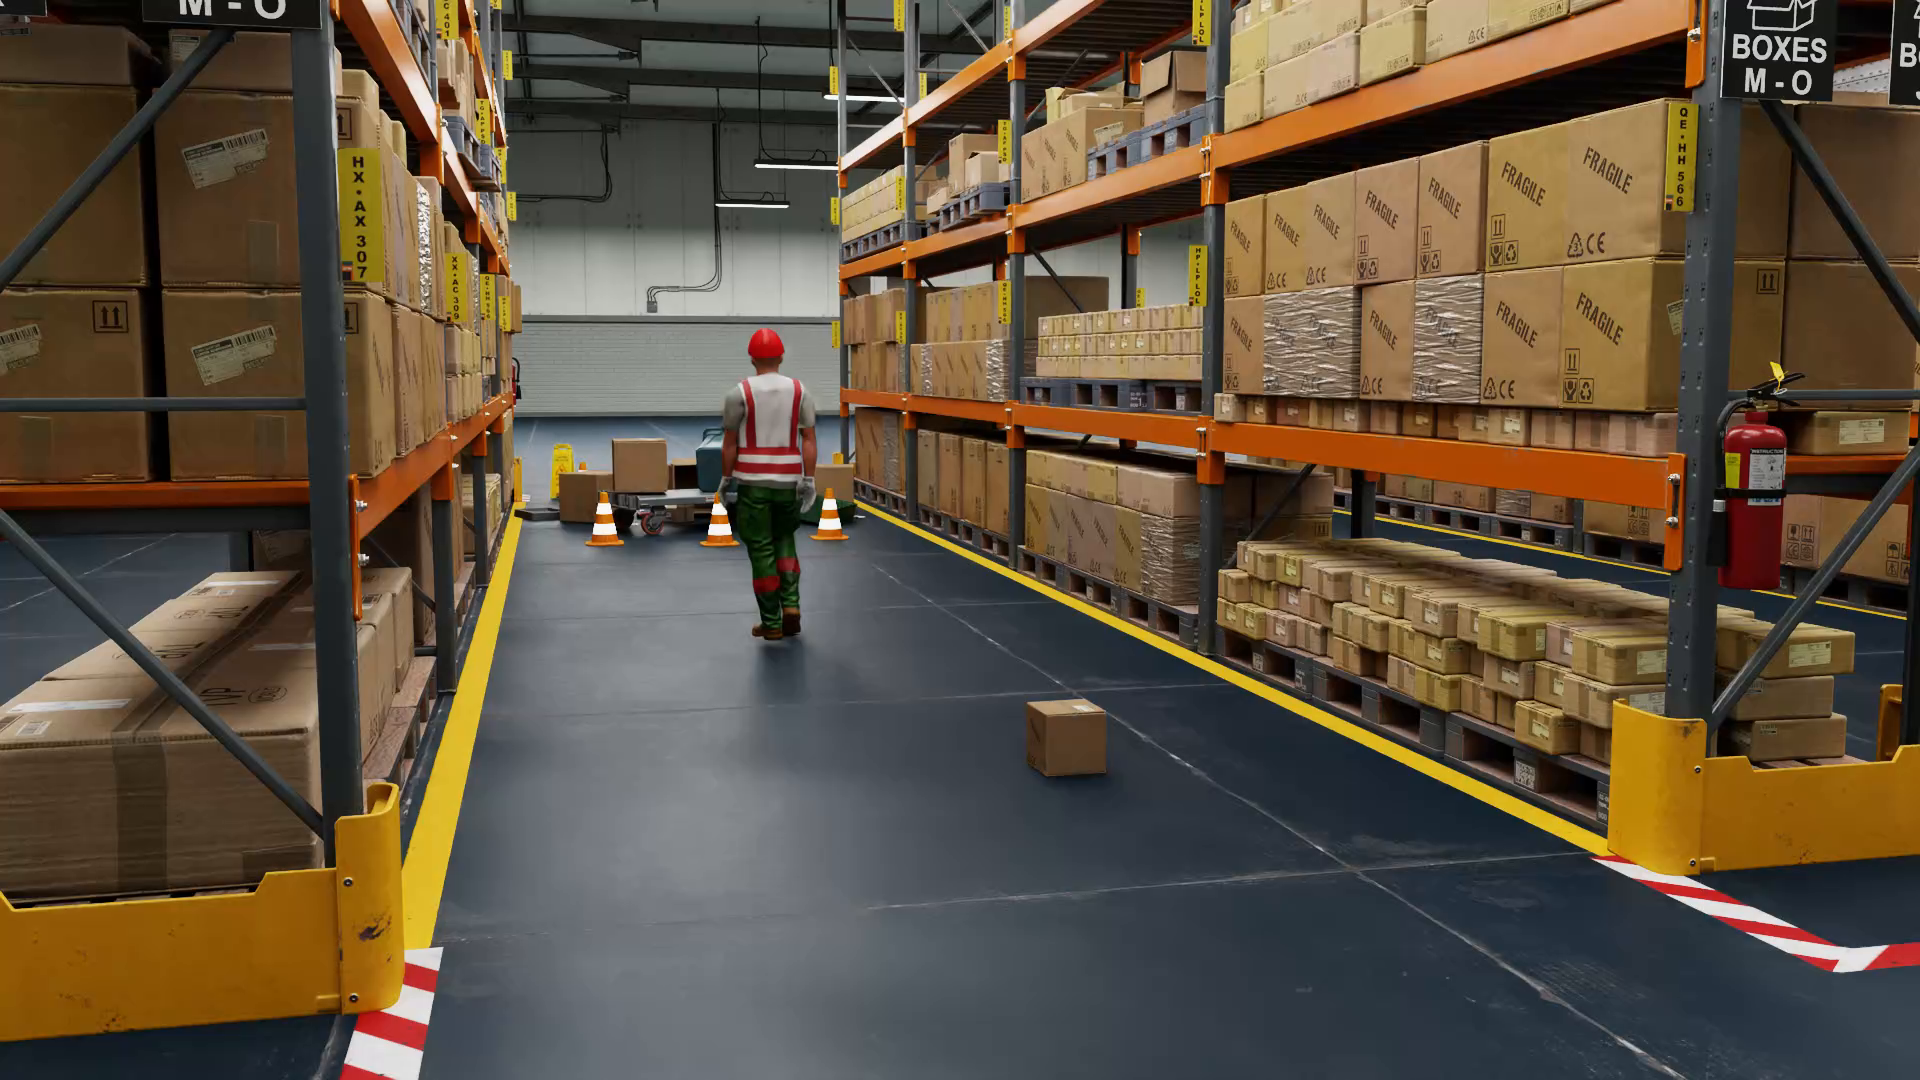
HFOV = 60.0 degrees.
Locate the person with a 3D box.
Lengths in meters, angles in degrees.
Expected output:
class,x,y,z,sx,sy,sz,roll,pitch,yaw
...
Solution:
class,x,y,z,sx,sy,sz,roll,pitch,yaw
person,-1.129,-0.316,9.635,0.530,1.812,0.466,-3,7,-25
